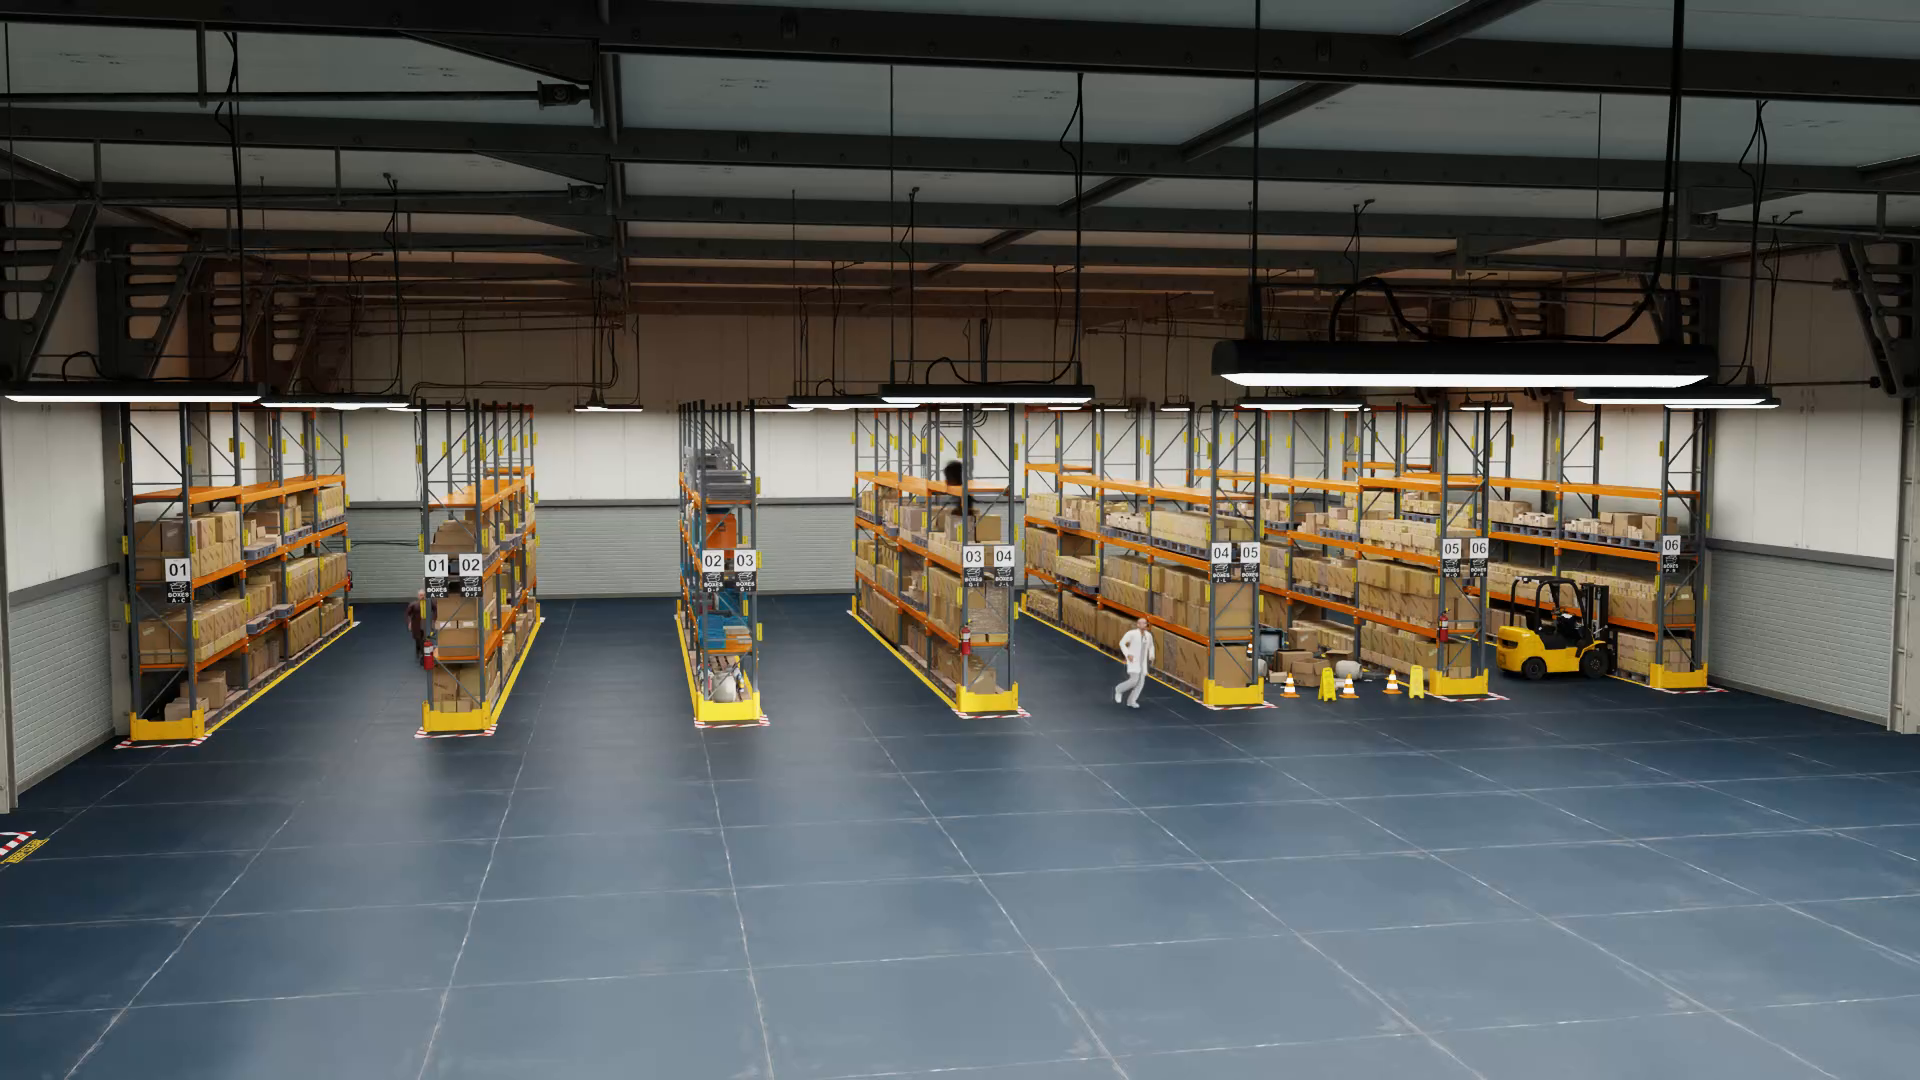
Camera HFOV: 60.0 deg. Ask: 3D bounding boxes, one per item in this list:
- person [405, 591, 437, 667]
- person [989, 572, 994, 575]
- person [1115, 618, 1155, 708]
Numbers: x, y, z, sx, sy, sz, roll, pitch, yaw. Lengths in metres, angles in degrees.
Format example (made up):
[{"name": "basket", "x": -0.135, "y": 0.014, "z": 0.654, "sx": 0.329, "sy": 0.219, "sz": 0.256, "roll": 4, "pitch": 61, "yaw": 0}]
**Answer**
[{"name": "person", "x": -12.285, "y": 2.011, "z": 37.985, "sx": 0.728, "sy": 1.734, "sz": 0.721, "roll": -2, "pitch": 5, "yaw": -23}, {"name": "person", "x": 0.796, "y": 1.171, "z": 49.151, "sx": 0.868, "sy": 1.641, "sz": 0.844, "roll": 3, "pitch": 5, "yaw": 34}, {"name": "person", "x": 3.485, "y": 2.398, "z": 32.757, "sx": 0.764, "sy": 1.728, "sz": 0.632, "roll": -3, "pitch": 5, "yaw": -34}]
